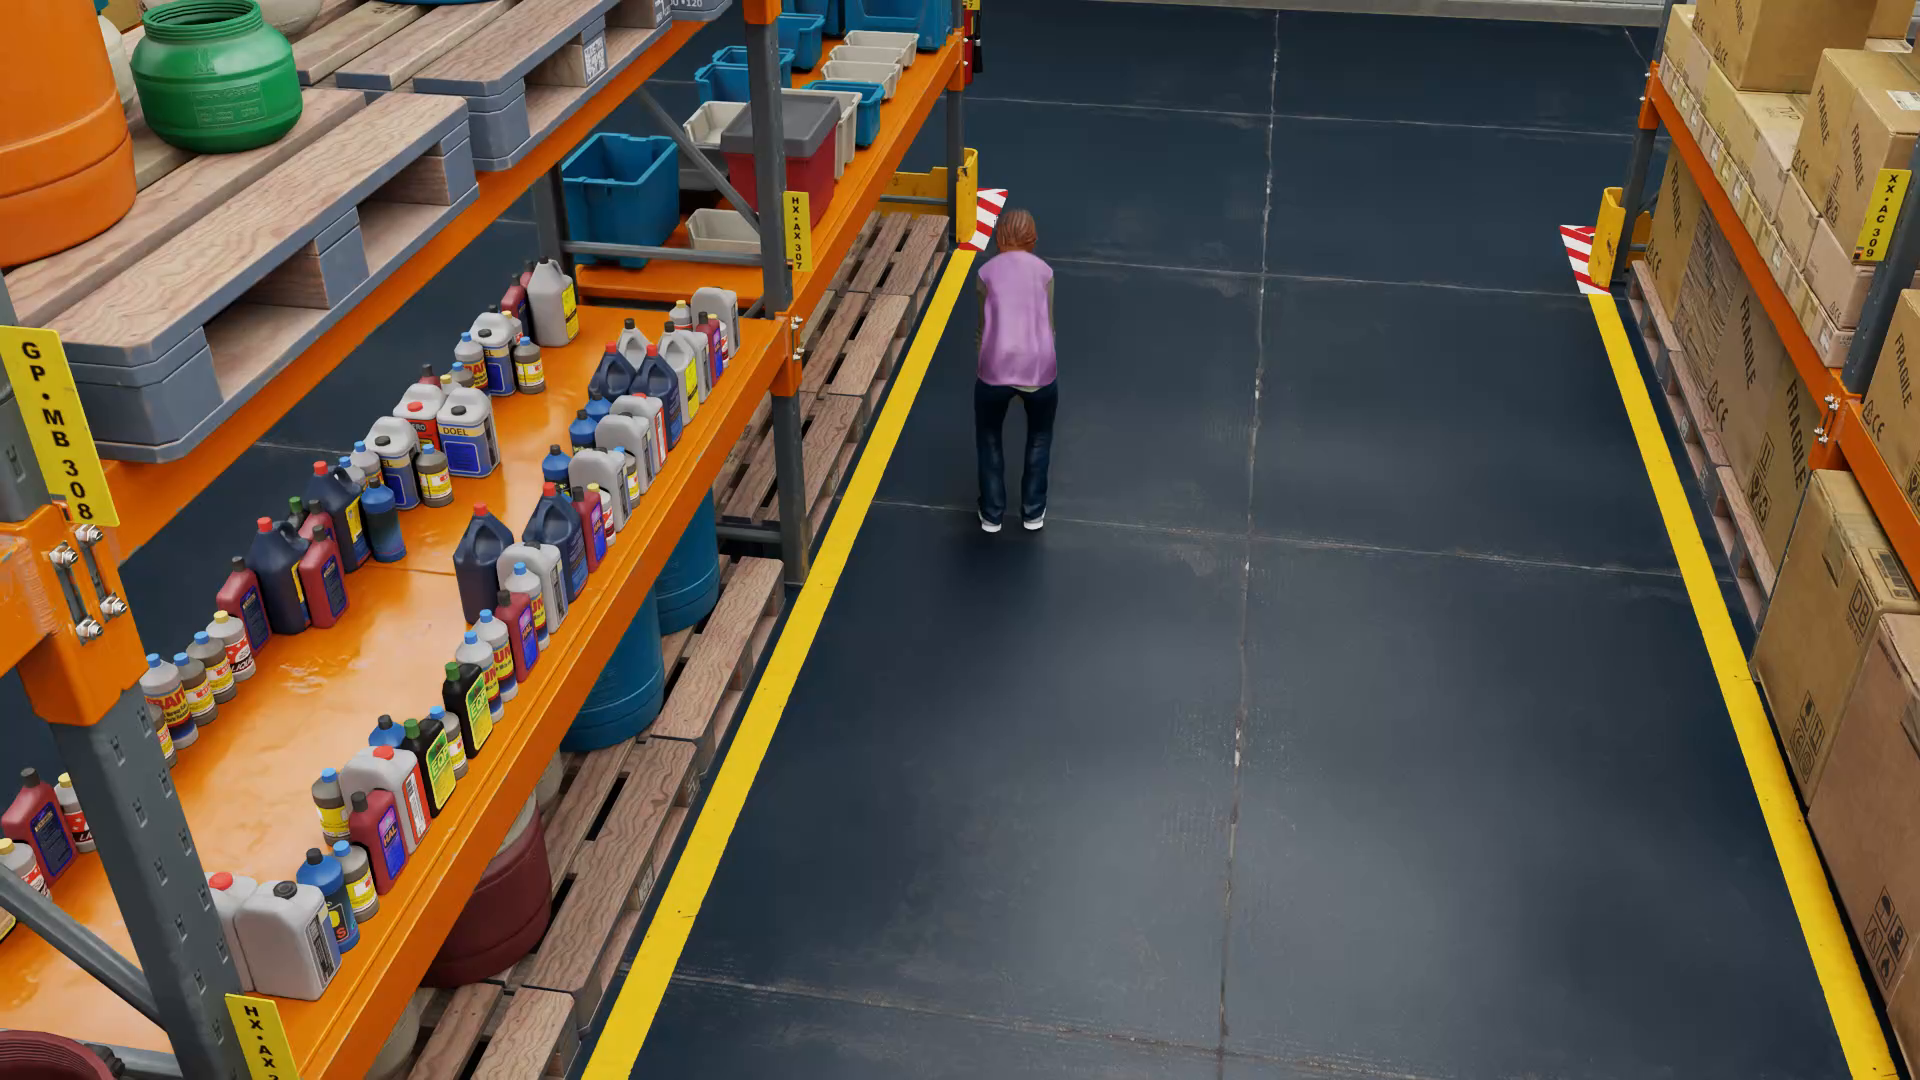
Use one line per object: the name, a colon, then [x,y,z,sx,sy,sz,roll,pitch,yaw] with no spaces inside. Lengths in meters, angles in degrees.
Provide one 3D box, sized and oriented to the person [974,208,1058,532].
person: [0.251,-0.742,7.512,0.374,1.371,0.736,1,33,1]
